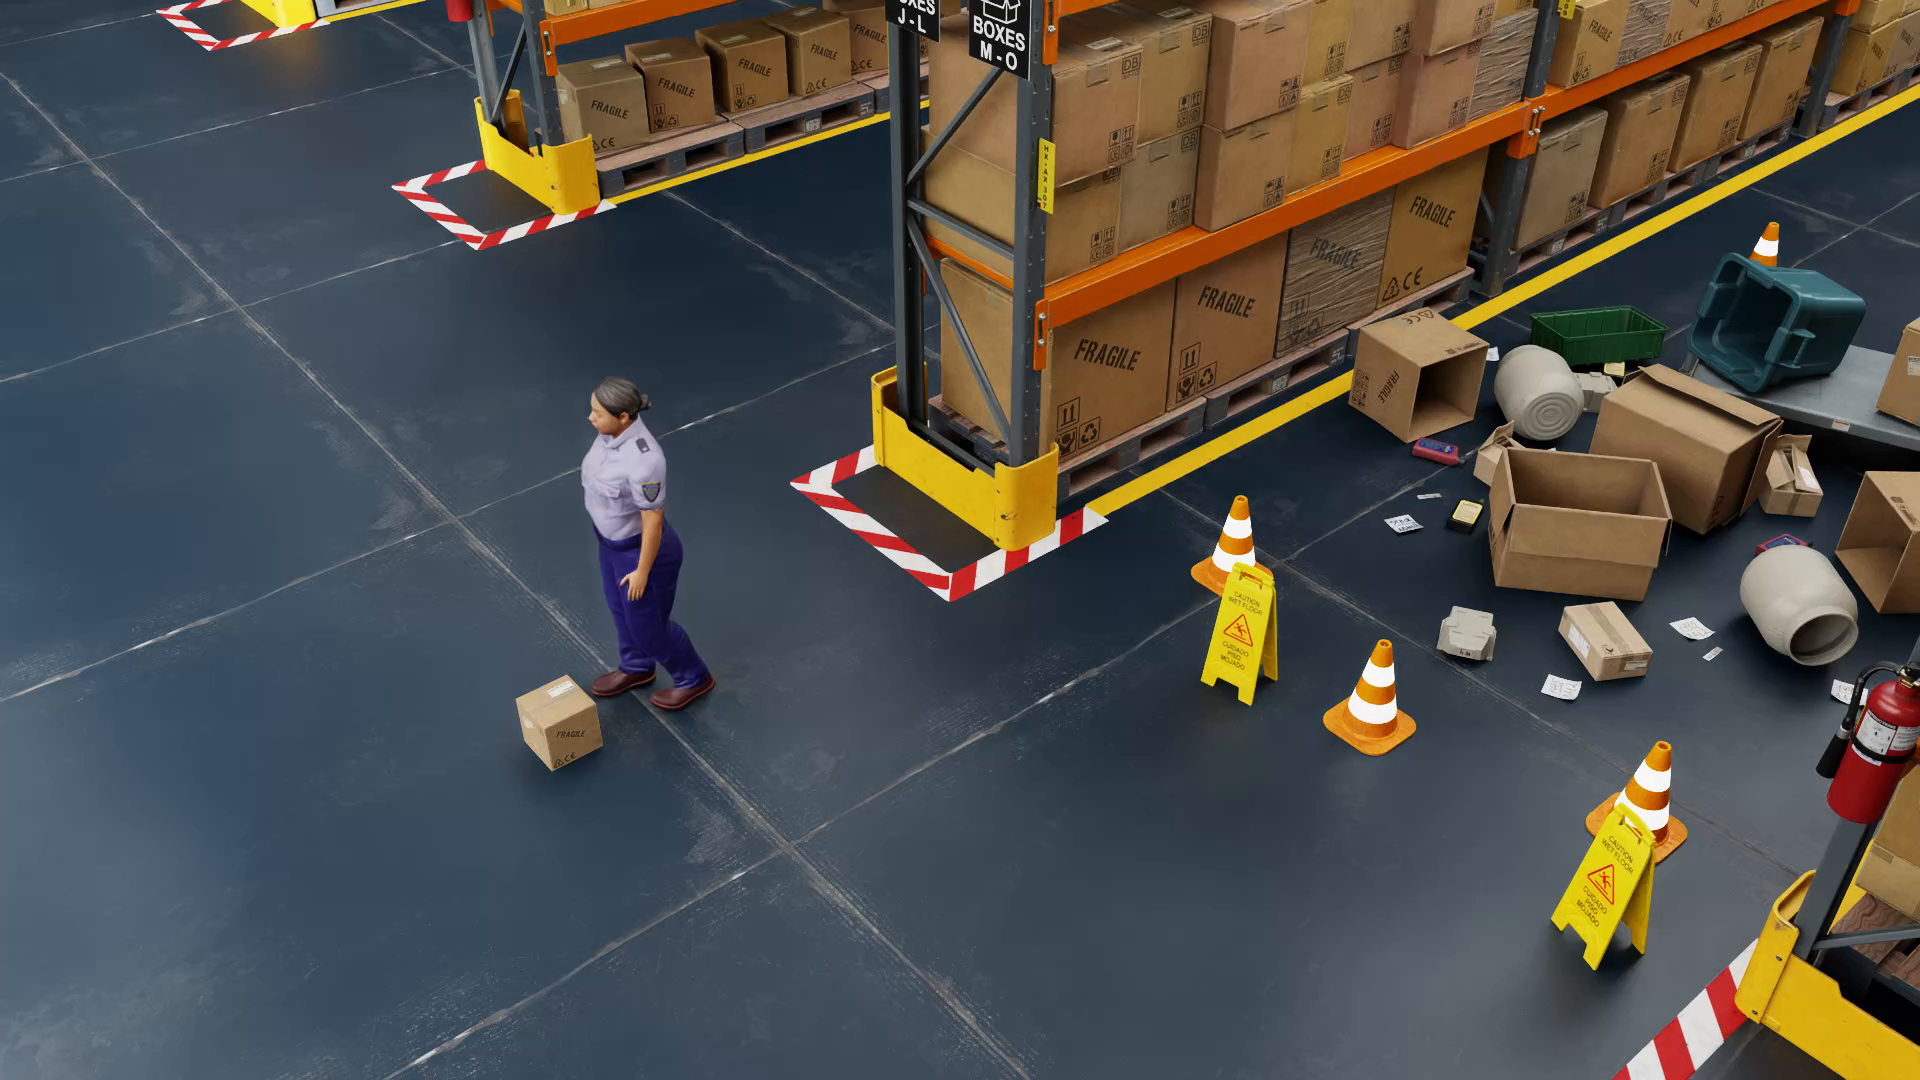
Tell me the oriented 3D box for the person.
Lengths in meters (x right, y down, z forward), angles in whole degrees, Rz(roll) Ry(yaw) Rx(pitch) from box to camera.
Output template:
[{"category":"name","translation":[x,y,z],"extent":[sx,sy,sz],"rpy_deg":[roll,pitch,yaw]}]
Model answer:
[{"category":"person","translation":[-1.381,0.030,7.029],"extent":[0.503,1.656,0.493],"rpy_deg":[-18,40,-23]}]
